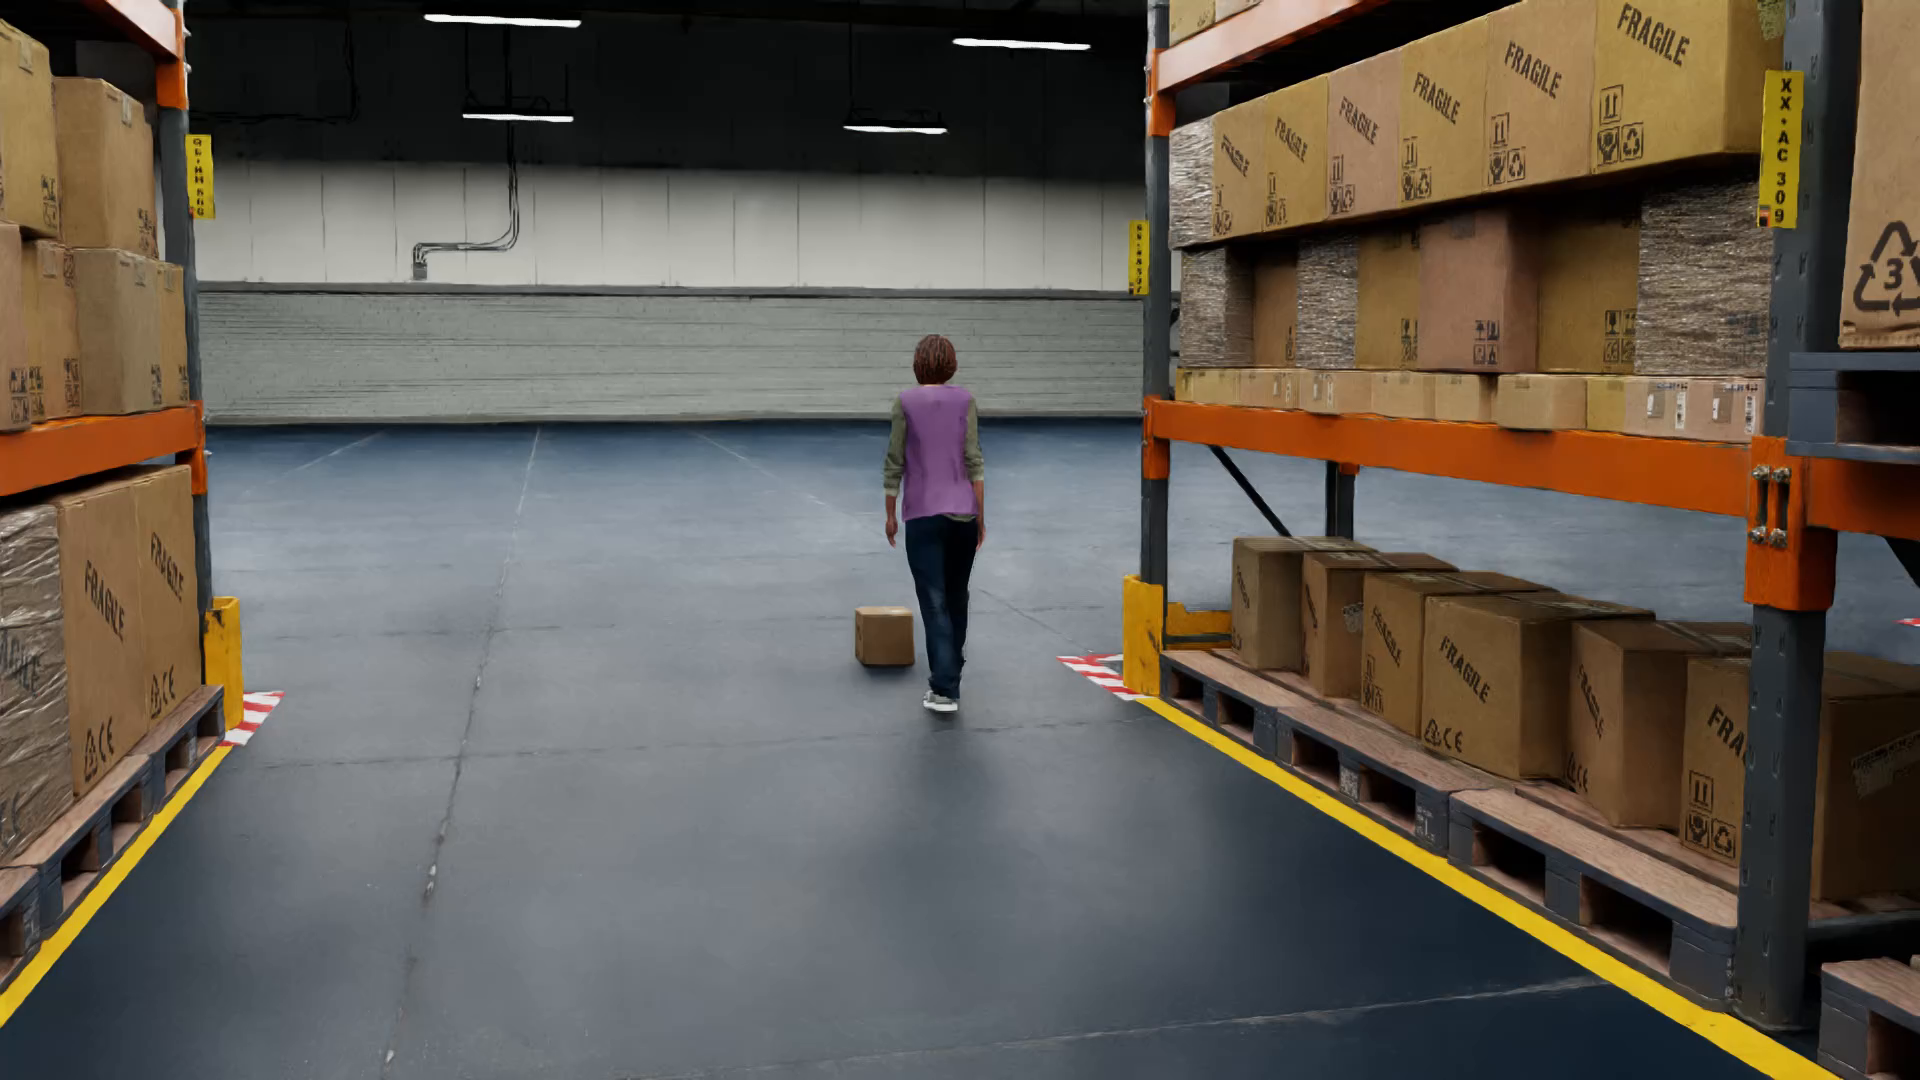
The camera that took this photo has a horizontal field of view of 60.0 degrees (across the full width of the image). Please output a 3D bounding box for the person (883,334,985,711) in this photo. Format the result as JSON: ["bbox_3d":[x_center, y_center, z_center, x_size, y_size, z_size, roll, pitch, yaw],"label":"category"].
[{"bbox_3d":[-0.126,-0.086,7.132,0.429,1.561,0.737,-2,7,-17],"label":"person"}]
